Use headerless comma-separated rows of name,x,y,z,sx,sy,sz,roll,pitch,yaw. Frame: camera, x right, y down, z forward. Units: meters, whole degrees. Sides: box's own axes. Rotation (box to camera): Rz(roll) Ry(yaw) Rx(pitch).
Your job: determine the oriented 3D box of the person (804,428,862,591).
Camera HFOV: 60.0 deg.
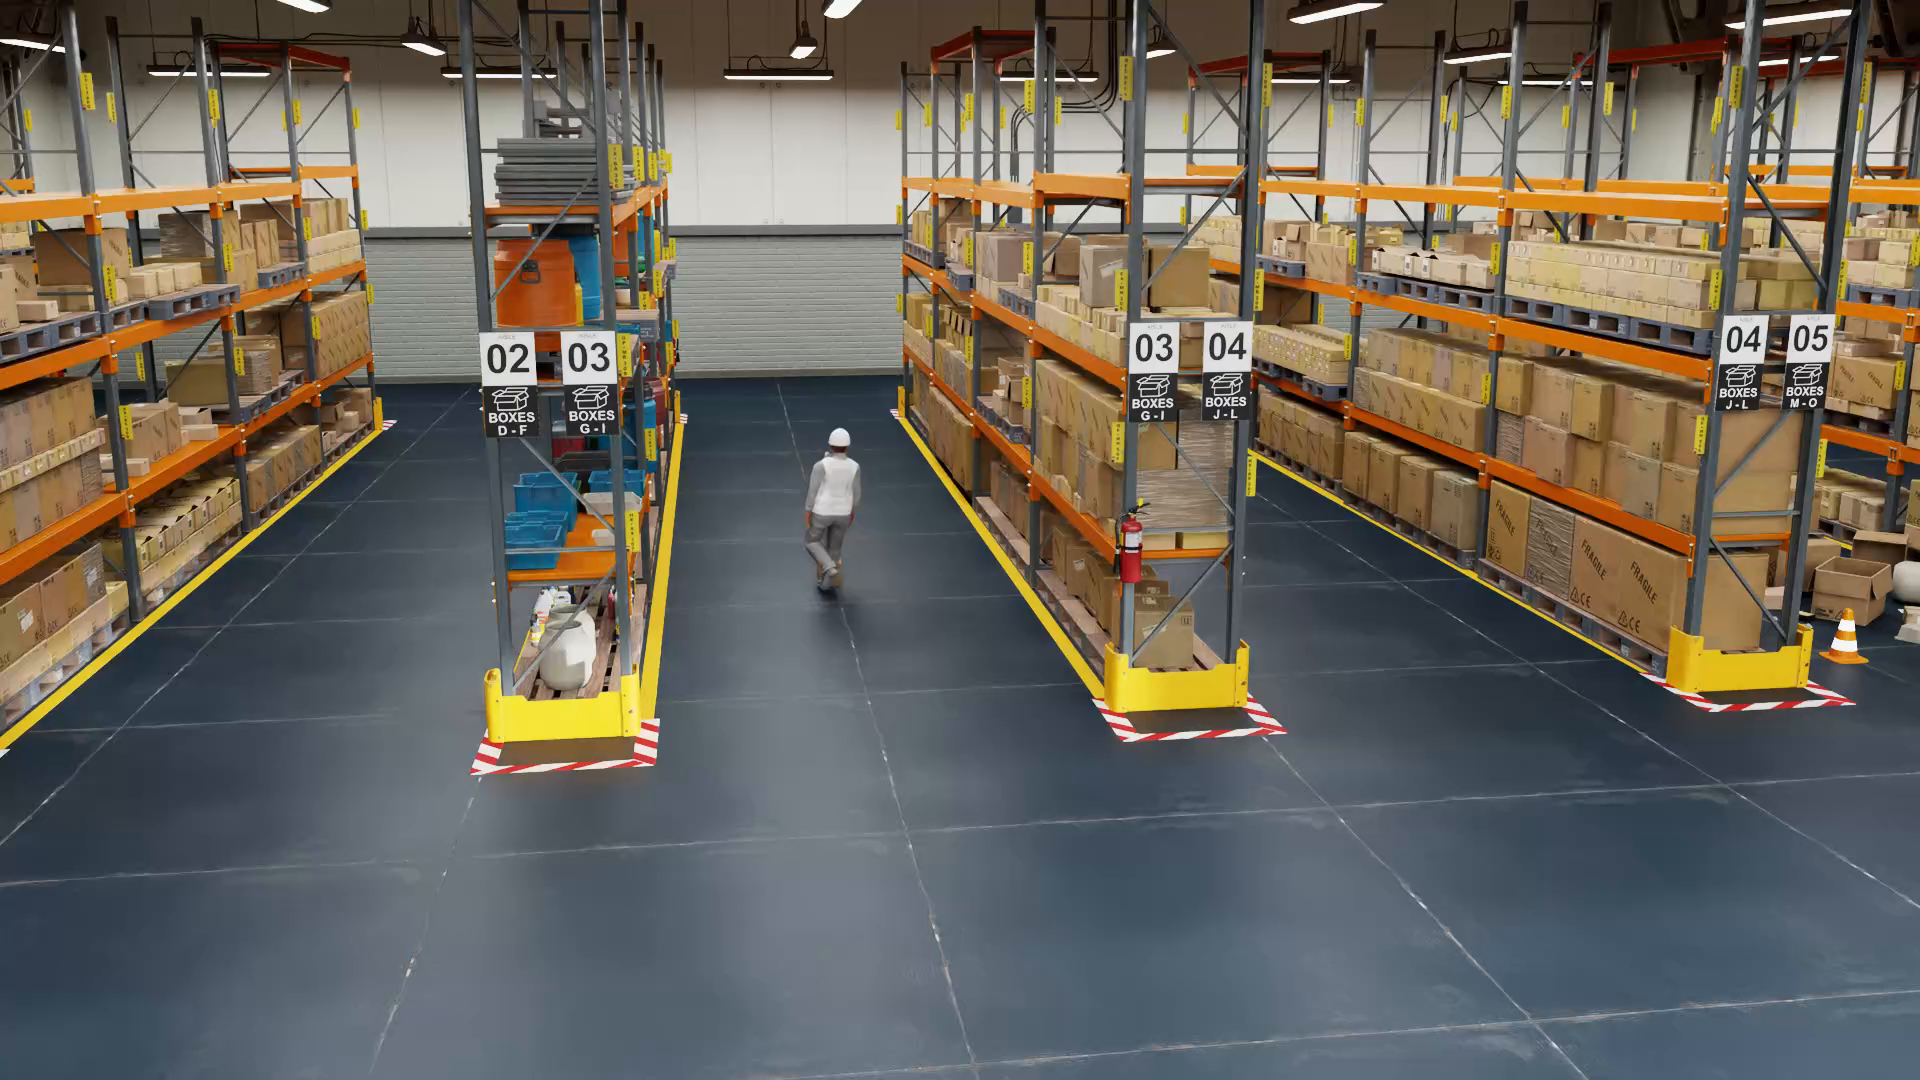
person,-1.351,-0.310,17.241,0.601,1.752,0.688,-6,14,-22
